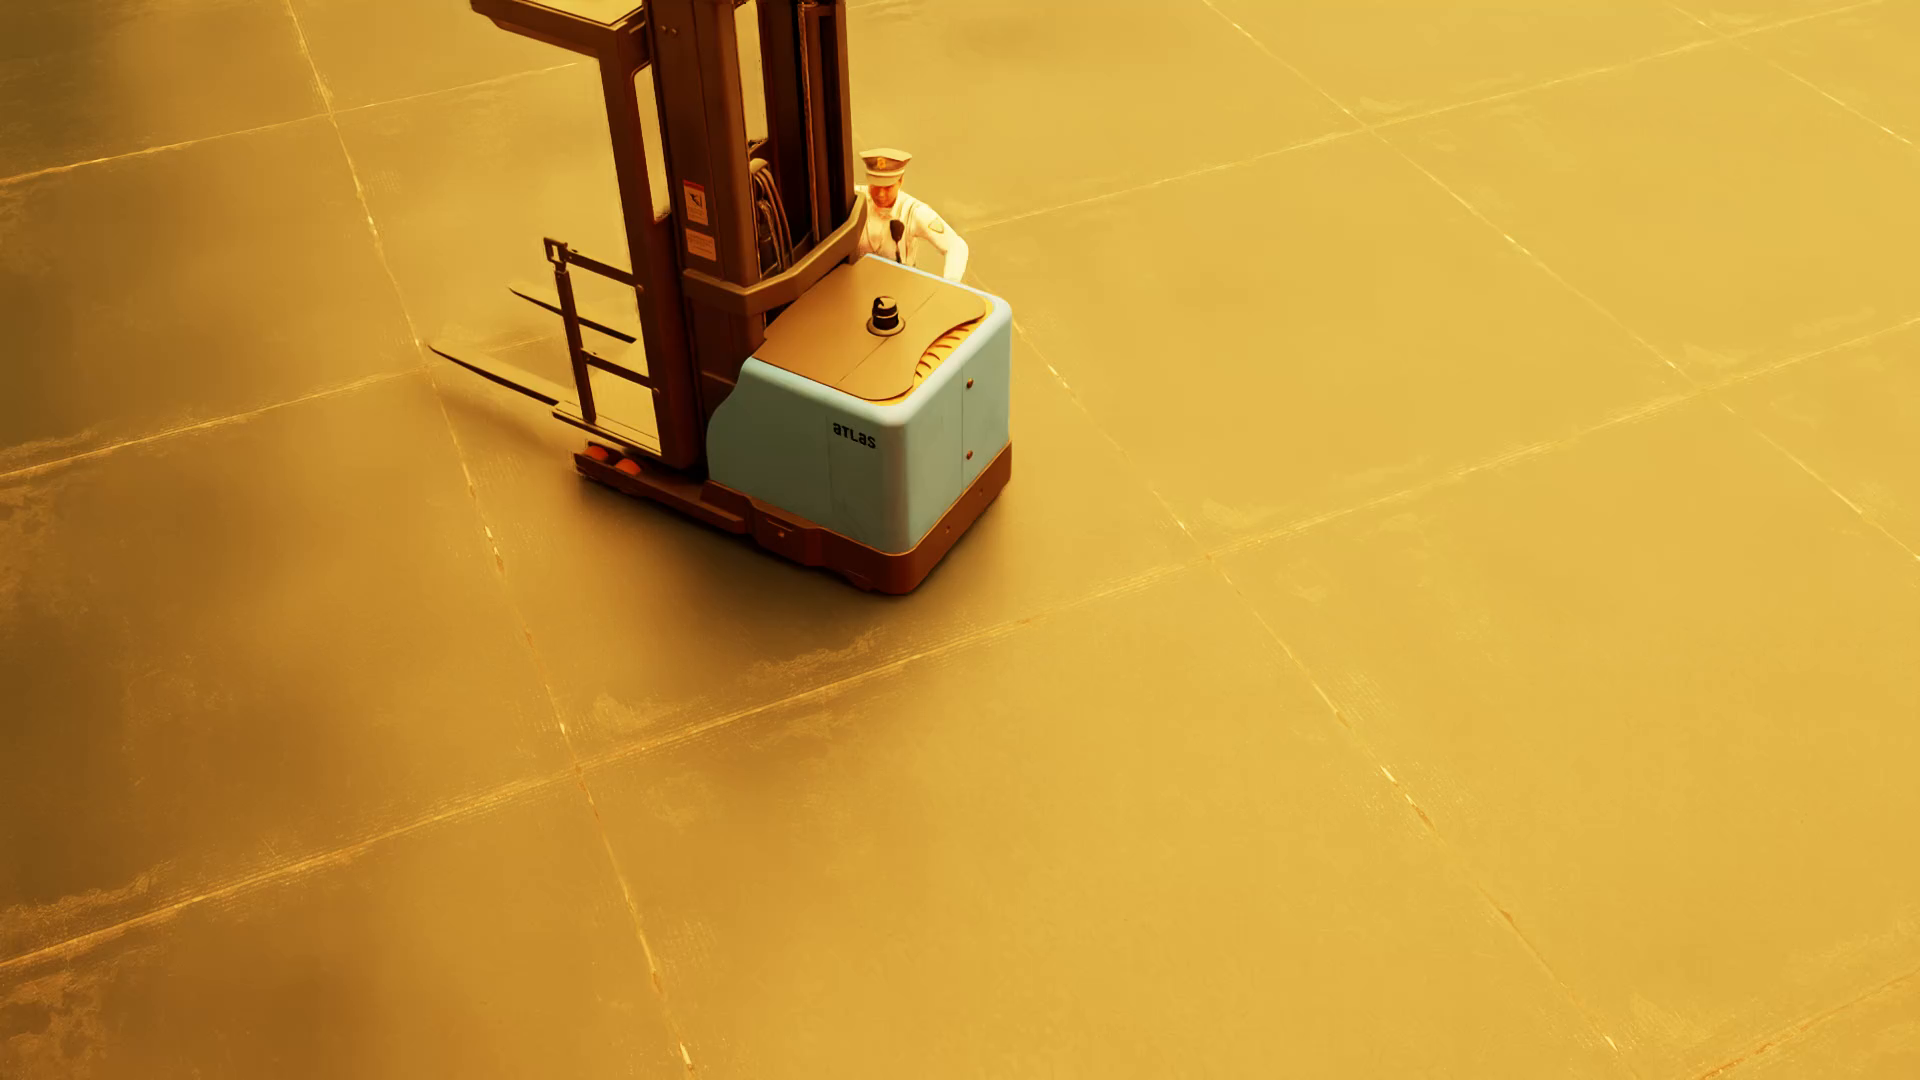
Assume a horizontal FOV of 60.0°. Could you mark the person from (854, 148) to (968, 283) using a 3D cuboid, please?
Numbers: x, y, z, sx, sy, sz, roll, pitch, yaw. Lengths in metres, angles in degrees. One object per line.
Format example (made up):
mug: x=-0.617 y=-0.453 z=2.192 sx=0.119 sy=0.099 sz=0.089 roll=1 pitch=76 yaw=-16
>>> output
person: x=-0.451 y=-1.104 z=7.939 sx=0.968 sy=1.452 sz=0.796 roll=3 pitch=43 yaw=3

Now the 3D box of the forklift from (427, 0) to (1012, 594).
forklift: x=-1.281 y=-1.584 z=7.377 sx=3.031 sy=2.935 sz=1.130 roll=22 pitch=47 yaw=22
